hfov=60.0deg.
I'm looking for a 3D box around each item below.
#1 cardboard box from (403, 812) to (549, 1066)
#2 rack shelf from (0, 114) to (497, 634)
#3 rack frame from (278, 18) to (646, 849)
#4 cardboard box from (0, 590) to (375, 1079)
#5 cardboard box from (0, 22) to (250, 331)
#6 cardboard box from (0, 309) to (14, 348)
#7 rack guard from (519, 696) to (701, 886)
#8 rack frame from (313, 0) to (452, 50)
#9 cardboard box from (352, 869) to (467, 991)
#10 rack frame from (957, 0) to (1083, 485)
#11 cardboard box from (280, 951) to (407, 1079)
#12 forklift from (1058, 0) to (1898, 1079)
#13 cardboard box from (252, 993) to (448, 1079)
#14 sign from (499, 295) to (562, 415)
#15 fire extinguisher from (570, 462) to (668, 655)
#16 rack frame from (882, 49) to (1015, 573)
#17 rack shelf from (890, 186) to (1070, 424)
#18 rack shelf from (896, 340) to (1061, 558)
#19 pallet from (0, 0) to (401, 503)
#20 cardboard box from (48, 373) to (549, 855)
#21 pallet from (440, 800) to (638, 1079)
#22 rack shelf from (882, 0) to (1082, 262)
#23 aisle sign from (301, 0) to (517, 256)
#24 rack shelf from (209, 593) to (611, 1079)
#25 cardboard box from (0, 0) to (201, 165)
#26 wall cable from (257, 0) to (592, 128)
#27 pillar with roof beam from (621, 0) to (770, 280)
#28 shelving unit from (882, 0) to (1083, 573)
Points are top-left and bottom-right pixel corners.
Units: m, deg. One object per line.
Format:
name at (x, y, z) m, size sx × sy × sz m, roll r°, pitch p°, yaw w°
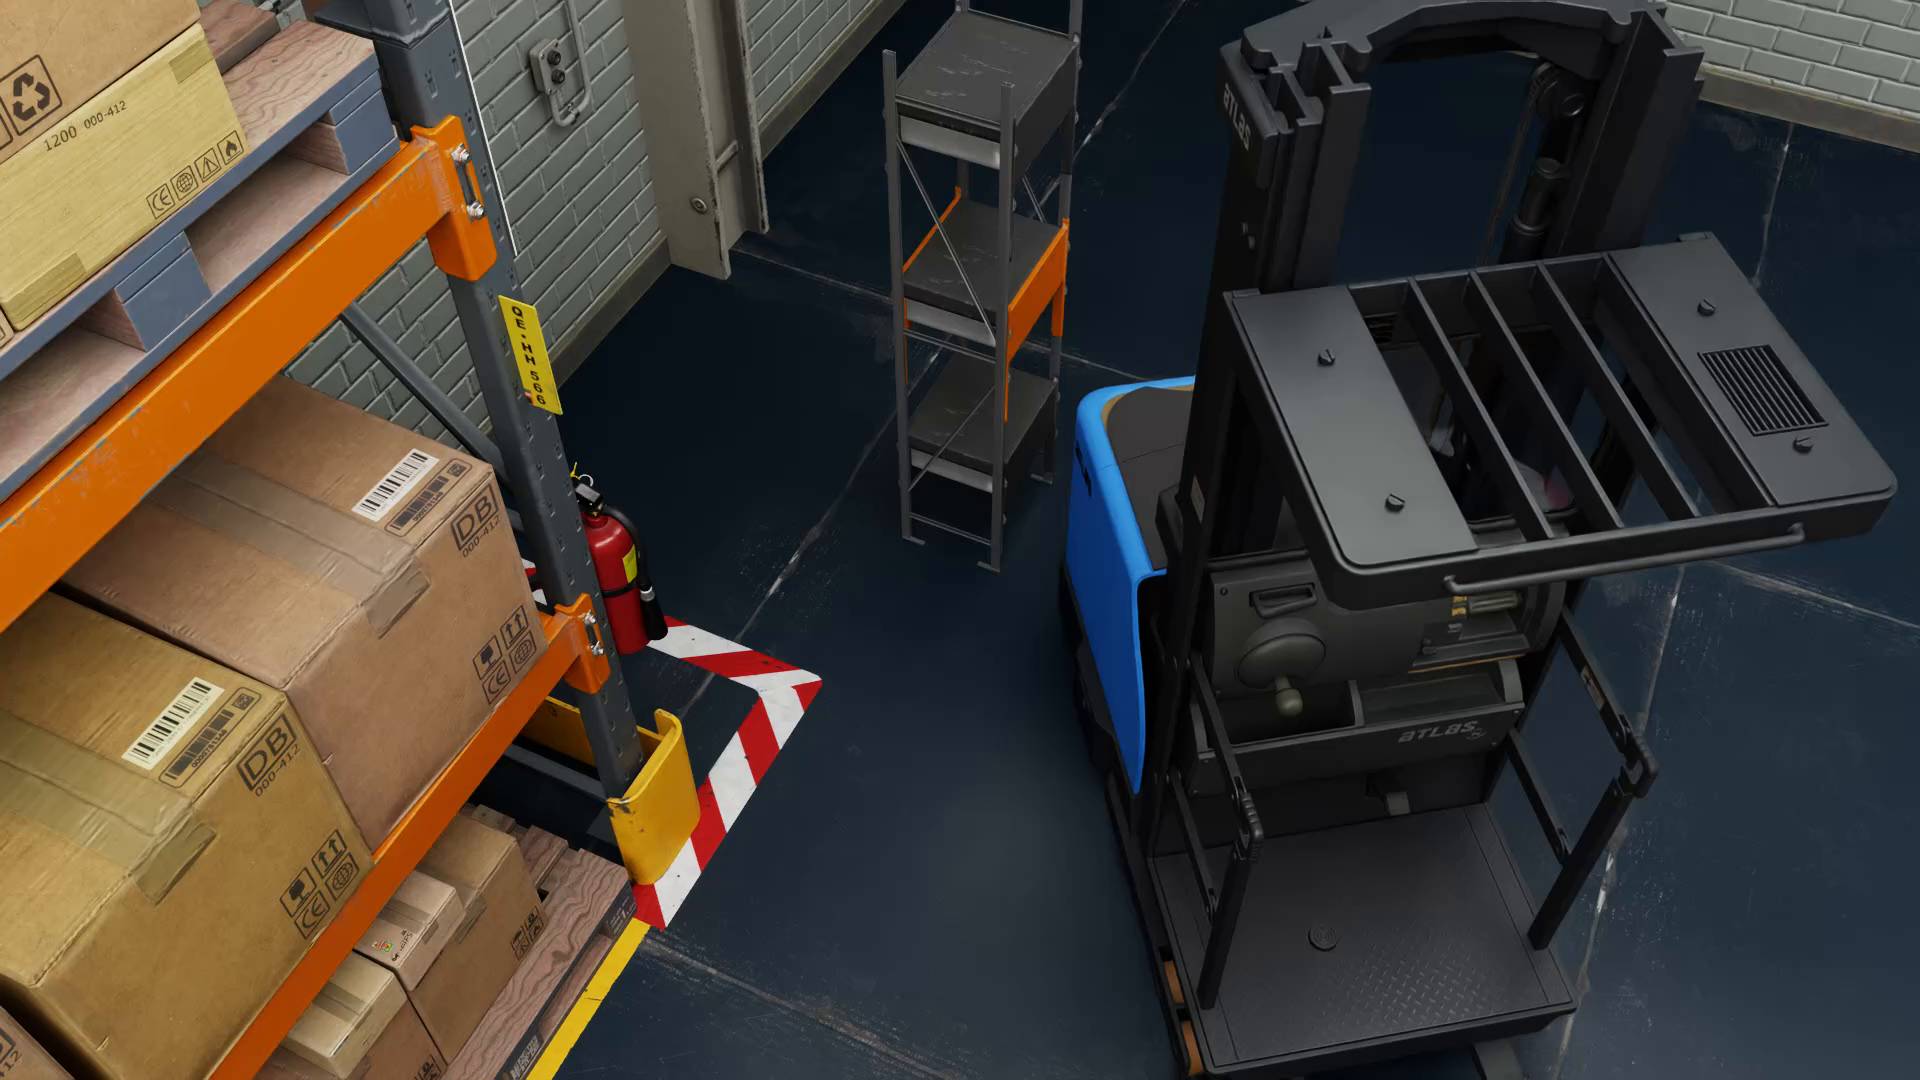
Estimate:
cardboard box at (-1.653, 1.045, 4.757) m, size 0.700 × 0.500 × 0.500 m, roll 20°, pitch 52°, yaw 16°
rack shelf at (-2.299, 0.495, 2.362) m, size 1.077 × 0.370 × 4.000 m, roll 20°, pitch 52°, yaw 16°
rack frame at (-1.444, -0.144, 4.403) m, size 1.000 × 3.000 × 0.127 m, roll 20°, pitch 52°, yaw 16°
cardboard box at (-1.954, 0.618, 3.557) m, size 0.980 × 0.700 × 0.700 m, roll 19°, pitch 52°, yaw 16°
cardboard box at (-1.517, -0.645, 2.617) m, size 0.500 × 0.250 × 0.500 m, roll 21°, pitch 53°, yaw 17°
cardboard box at (-1.738, -0.286, 2.311) m, size 0.500 × 0.250 × 0.500 m, roll 18°, pitch 52°, yaw 15°
rack guard at (-1.434, 0.650, 5.369) m, size 1.175 × 0.500 × 0.348 m, roll 20°, pitch 52°, yaw 16°
rack frame at (-1.444, -2.088, 2.118) m, size 1.000 × 3.000 × 0.127 m, roll 20°, pitch 52°, yaw 16°
cardboard box at (-1.543, 0.982, 4.384) m, size 0.380 × 0.149 × 0.250 m, roll 19°, pitch 52°, yaw 16°
rack frame at (0.175, -0.962, 5.690) m, size 0.400 × 2.100 × 0.015 m, roll 20°, pitch 52°, yaw 16°
cardboard box at (-1.651, 1.159, 4.234) m, size 0.380 × 0.149 × 0.250 m, roll 21°, pitch 53°, yaw 17°
forklift at (1.126, 0.310, 4.061) m, size 1.130 × 2.935 × 3.031 m, roll -8°, pitch 50°, yaw -7°
cardboard box at (-1.867, 1.390, 4.464) m, size 0.700 × 0.500 × 0.500 m, roll 20°, pitch 52°, yaw 16°
sign at (-0.959, -0.409, 3.713) m, size 0.100 × 0.325 × 0.005 m, roll 20°, pitch 52°, yaw 16°
fire extinguisher at (-0.962, 0.049, 4.535) m, size 0.296 × 0.674 × 0.183 m, roll 20°, pitch 52°, yaw 16°
rack frame at (-0.034, -0.626, 5.404) m, size 0.400 × 2.100 × 0.015 m, roll 20°, pitch 52°, yaw 16°
rack shelf at (0.071, -0.786, 5.558) m, size 0.431 × 0.518 × 0.480 m, roll 20°, pitch 52°, yaw 16°
rack shelf at (0.071, -0.332, 6.091) m, size 0.431 × 0.518 × 0.480 m, roll 20°, pitch 52°, yaw 16°
pallet at (-1.752, -0.573, 2.856) m, size 1.003 × 0.211 × 1.213 m, roll 20°, pitch 52°, yaw 16°
cardboard box at (-1.653, 0.114, 3.987) m, size 0.980 × 0.700 × 0.700 m, roll 22°, pitch 53°, yaw 18°
pallet at (-1.715, 1.336, 4.975) m, size 1.003 × 0.211 × 1.213 m, roll 20°, pitch 52°, yaw 16°
rack shelf at (0.071, -1.239, 5.025) m, size 0.431 × 0.518 × 0.480 m, roll 20°, pitch 52°, yaw 16°
aisle sign at (-1.142, -0.938, 3.372) m, size 0.394 × 0.787 × 0.004 m, roll 20°, pitch 52°, yaw 16°
rack shelf at (-2.299, 1.467, 3.505) m, size 1.077 × 0.370 × 4.000 m, roll 20°, pitch 52°, yaw 16°
cardboard box at (-1.510, -0.886, 2.329) m, size 0.500 × 0.500 × 0.500 m, roll 20°, pitch 52°, yaw 16°
wall cable at (-1.752, -1.662, 5.028) m, size 0.084 × 1.984 × 1.851 m, roll 20°, pitch 52°, yaw 16°
pillar with roof beam at (2.820, -2.828, 2.747) m, size 9.100 × 9.000 × 0.400 m, roll 20°, pitch 52°, yaw 16°
shelving unit at (0.071, -0.794, 5.547) m, size 0.431 × 2.100 × 0.503 m, roll 20°, pitch 52°, yaw 16°
